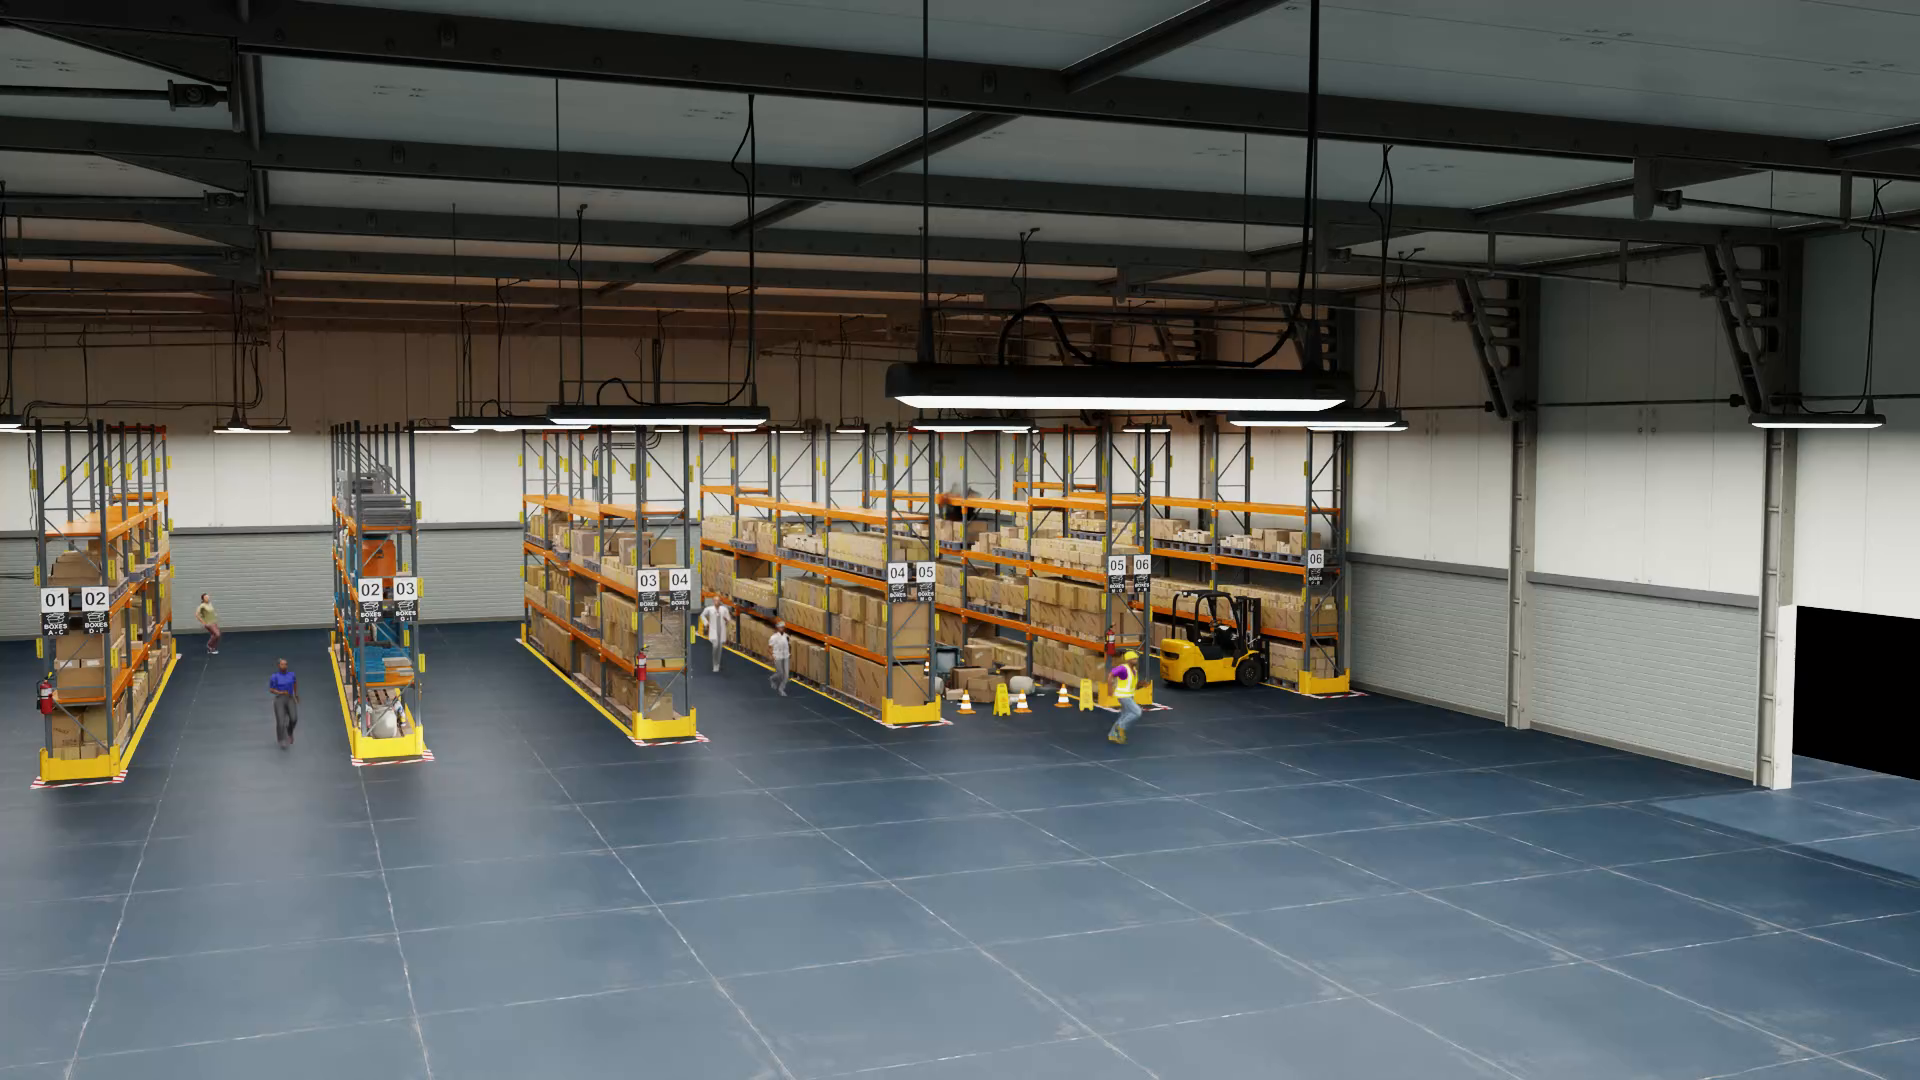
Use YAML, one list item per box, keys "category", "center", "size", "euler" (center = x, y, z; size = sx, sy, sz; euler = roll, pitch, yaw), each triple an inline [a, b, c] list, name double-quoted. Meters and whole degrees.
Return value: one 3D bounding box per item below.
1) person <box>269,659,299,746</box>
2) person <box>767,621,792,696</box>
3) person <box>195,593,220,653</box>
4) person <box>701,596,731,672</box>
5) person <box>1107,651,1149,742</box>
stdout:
- category: "person"
  center: [-12.393, 2.994, 30.568]
  size: [0.552, 1.607, 0.628]
  euler: [-3, 5, -38]
- category: "person"
  center: [-3.960, 2.609, 36.742]
  size: [0.581, 1.661, 0.560]
  euler: [-2, 4, -32]
- category: "person"
  center: [-19.658, 2.197, 43.618]
  size: [0.524, 1.611, 0.631]
  euler: [1, 4, 16]
- category: "person"
  center: [-5.939, 2.296, 40.665]
  size: [0.682, 1.841, 0.801]
  euler: [-2, 4, -23]
- category: "person"
  center: [3.116, 2.918, 30.870]
  size: [0.745, 1.707, 0.744]
  euler: [2, 4, 28]
